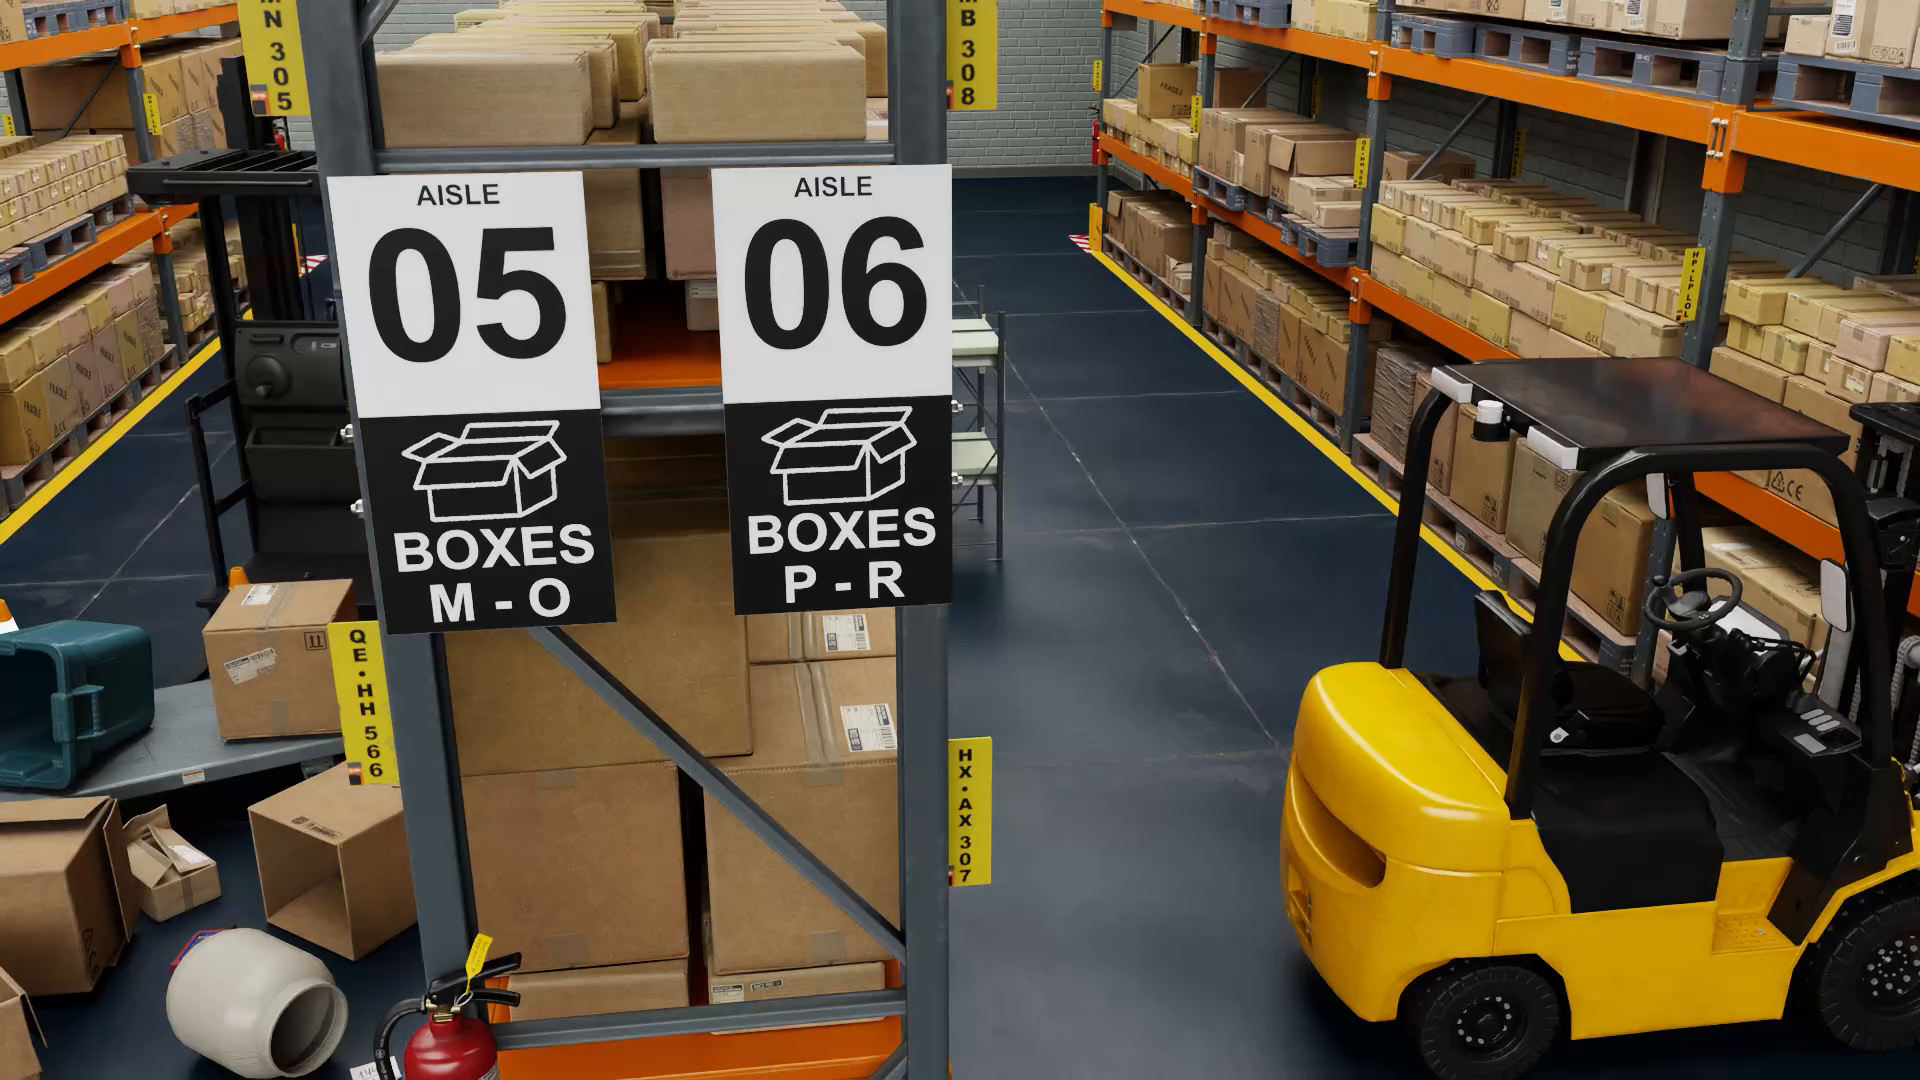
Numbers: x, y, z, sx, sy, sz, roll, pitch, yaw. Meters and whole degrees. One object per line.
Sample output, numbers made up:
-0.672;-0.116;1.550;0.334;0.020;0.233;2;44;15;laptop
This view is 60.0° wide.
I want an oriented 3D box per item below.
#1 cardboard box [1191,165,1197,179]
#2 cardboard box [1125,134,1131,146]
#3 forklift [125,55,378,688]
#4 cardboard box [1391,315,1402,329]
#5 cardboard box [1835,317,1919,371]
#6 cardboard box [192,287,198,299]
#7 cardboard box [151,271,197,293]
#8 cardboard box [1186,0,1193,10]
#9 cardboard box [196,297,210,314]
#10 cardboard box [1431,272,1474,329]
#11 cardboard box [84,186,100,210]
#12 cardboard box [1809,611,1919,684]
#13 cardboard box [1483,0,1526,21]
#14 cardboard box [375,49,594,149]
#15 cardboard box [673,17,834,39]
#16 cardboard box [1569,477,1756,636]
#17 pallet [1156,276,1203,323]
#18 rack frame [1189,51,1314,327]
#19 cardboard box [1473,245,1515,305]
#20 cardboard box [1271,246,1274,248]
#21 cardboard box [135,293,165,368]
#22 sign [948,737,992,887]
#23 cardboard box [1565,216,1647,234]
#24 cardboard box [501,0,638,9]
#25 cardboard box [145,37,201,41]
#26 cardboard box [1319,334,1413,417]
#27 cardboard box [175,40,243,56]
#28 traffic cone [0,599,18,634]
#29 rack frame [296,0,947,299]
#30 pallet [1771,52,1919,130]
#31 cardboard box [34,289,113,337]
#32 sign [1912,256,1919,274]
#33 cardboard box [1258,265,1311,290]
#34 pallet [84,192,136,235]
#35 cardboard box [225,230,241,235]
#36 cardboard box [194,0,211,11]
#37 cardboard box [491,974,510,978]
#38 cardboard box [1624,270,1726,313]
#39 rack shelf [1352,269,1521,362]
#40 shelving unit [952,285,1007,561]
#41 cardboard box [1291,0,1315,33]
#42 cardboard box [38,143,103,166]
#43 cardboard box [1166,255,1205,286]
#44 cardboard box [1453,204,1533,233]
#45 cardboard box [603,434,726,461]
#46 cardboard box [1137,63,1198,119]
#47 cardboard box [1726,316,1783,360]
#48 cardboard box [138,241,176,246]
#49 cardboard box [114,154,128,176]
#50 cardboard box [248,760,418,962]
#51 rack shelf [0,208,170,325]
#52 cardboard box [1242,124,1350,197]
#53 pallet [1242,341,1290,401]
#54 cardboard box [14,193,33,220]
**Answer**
2.361;-3.418;15.440;0.380;0.149;0.250;-3;21;-7;cardboard box
1.987;-4.312;17.834;0.380;0.149;0.250;-2;21;-6;cardboard box
-3.293;-0.888;8.404;1.130;2.935;3.031;1;20;2;forklift
3.455;-1.672;12.452;0.380;0.149;0.250;-2;21;-6;cardboard box
3.671;-0.765;6.482;0.380;0.149;0.250;-2;21;-7;cardboard box
-7.070;-2.210;14.894;0.380;0.149;0.250;-3;21;-8;cardboard box
-6.964;-2.270;14.630;0.380;0.149;0.250;-2;21;-5;cardboard box
2.280;-4.920;15.174;0.380;0.149;0.250;-3;21;-8;cardboard box
-6.998;-2.081;14.975;0.380;0.149;0.250;-3;21;-8;cardboard box
3.204;-1.465;10.065;0.500;0.250;0.500;-4;21;-10;cardboard box
-6.777;-2.590;12.623;0.380;0.149;0.250;-4;21;-11;cardboard box
3.716;0.487;6.525;0.500;0.250;0.500;-2;21;-6;cardboard box
3.243;-3.133;9.145;0.500;0.500;0.500;-2;21;-6;cardboard box
-0.866;-0.795;2.990;0.380;0.149;0.250;-3;21;-7;cardboard box
-0.494;-1.174;4.004;0.380;0.149;0.250;-3;21;-8;cardboard box
3.724;0.067;8.542;0.875;0.625;0.625;-2;21;-5;cardboard box
2.559;-2.370;16.259;1.003;0.211;1.213;-3;21;-8;pallet
2.657;-3.438;15.134;1.000;3.000;0.127;-3;21;-8;rack frame
3.283;-1.520;9.499;0.500;0.250;0.500;-3;21;-7;cardboard box
2.995;-2.655;15.083;0.380;0.149;0.250;-4;21;-10;cardboard box
-6.782;-1.684;13.410;0.500;0.500;0.500;-3;21;-9;cardboard box
0.012;0.535;3.258;0.100;0.325;0.005;-3;21;-8;sign
3.721;-1.771;9.601;0.380;0.149;0.250;-2;21;-6;cardboard box
-1.137;-1.504;4.888;0.380;0.149;0.250;-3;21;-9;cardboard box
-7.913;-4.773;16.710;0.500;0.500;0.500;-3;21;-8;cardboard box
2.960;-1.215;12.153;0.500;0.500;0.500;-2;21;-6;cardboard box
-7.330;-4.620;16.302;0.500;0.500;0.500;-4;21;-10;cardboard box
-4.684;0.516;8.173;0.336;0.463;0.334;-3;21;-8;traffic cone
-0.525;-1.842;2.287;1.000;3.000;0.127;-3;21;-8;rack frame
3.959;-1.738;6.422;1.003;0.211;1.213;-3;21;-8;pallet
-6.630;-1.673;12.308;0.500;0.250;0.500;-4;21;-10;cardboard box
4.359;-1.139;7.629;0.100;0.325;0.005;-3;21;-8;sign
2.695;-2.181;13.814;0.380;0.149;0.250;-2;21;-6;cardboard box
-7.172;-2.540;13.004;1.003;0.211;1.213;-3;21;-8;pallet
-7.271;-2.990;16.559;0.380;0.149;0.250;-4;21;-10;cardboard box
-7.152;-4.946;15.098;0.500;0.250;0.500;-2;21;-5;cardboard box
-0.937;0.885;3.918;0.380;0.149;0.250;-3;21;-8;cardboard box
3.486;-1.215;8.111;0.380;0.149;0.250;-3;21;-9;cardboard box
3.522;-1.024;9.698;1.077;0.370;4.000;-3;21;-8;rack shelf
0.001;-0.700;9.948;0.431;1.500;0.755;-3;21;-8;shelving unit
2.774;-3.901;12.300;0.500;0.250;0.500;-3;21;-8;cardboard box
-6.812;-2.948;12.730;0.380;0.149;0.250;-4;21;-9;cardboard box
2.234;-2.656;16.347;0.396;0.266;0.258;-2;21;-6;cardboard box
3.206;-1.923;10.009;0.380;0.149;0.250;-3;21;-7;cardboard box
-0.880;-0.028;4.006;0.700;0.500;0.500;-3;21;-7;cardboard box
2.096;-4.553;16.838;0.500;0.500;0.500;-2;21;-6;cardboard box
3.596;-0.895;7.256;0.380;0.149;0.250;-3;21;-9;cardboard box
-7.766;-2.773;15.979;0.380;0.149;0.250;-3;21;-7;cardboard box
-6.886;-2.992;13.275;0.380;0.149;0.250;-2;21;-6;cardboard box
-2.293;1.193;6.304;0.500;0.500;0.500;12;24;29;cardboard box
-6.850;-1.872;11.970;1.077;0.370;4.000;-3;21;-8;rack shelf
2.693;-3.052;13.357;0.700;0.500;0.500;-3;21;-8;cardboard box
2.991;-1.429;13.740;1.003;0.211;1.213;-3;21;-8;pallet
-6.587;-2.272;11.347;0.380;0.149;0.250;-3;21;-8;cardboard box
